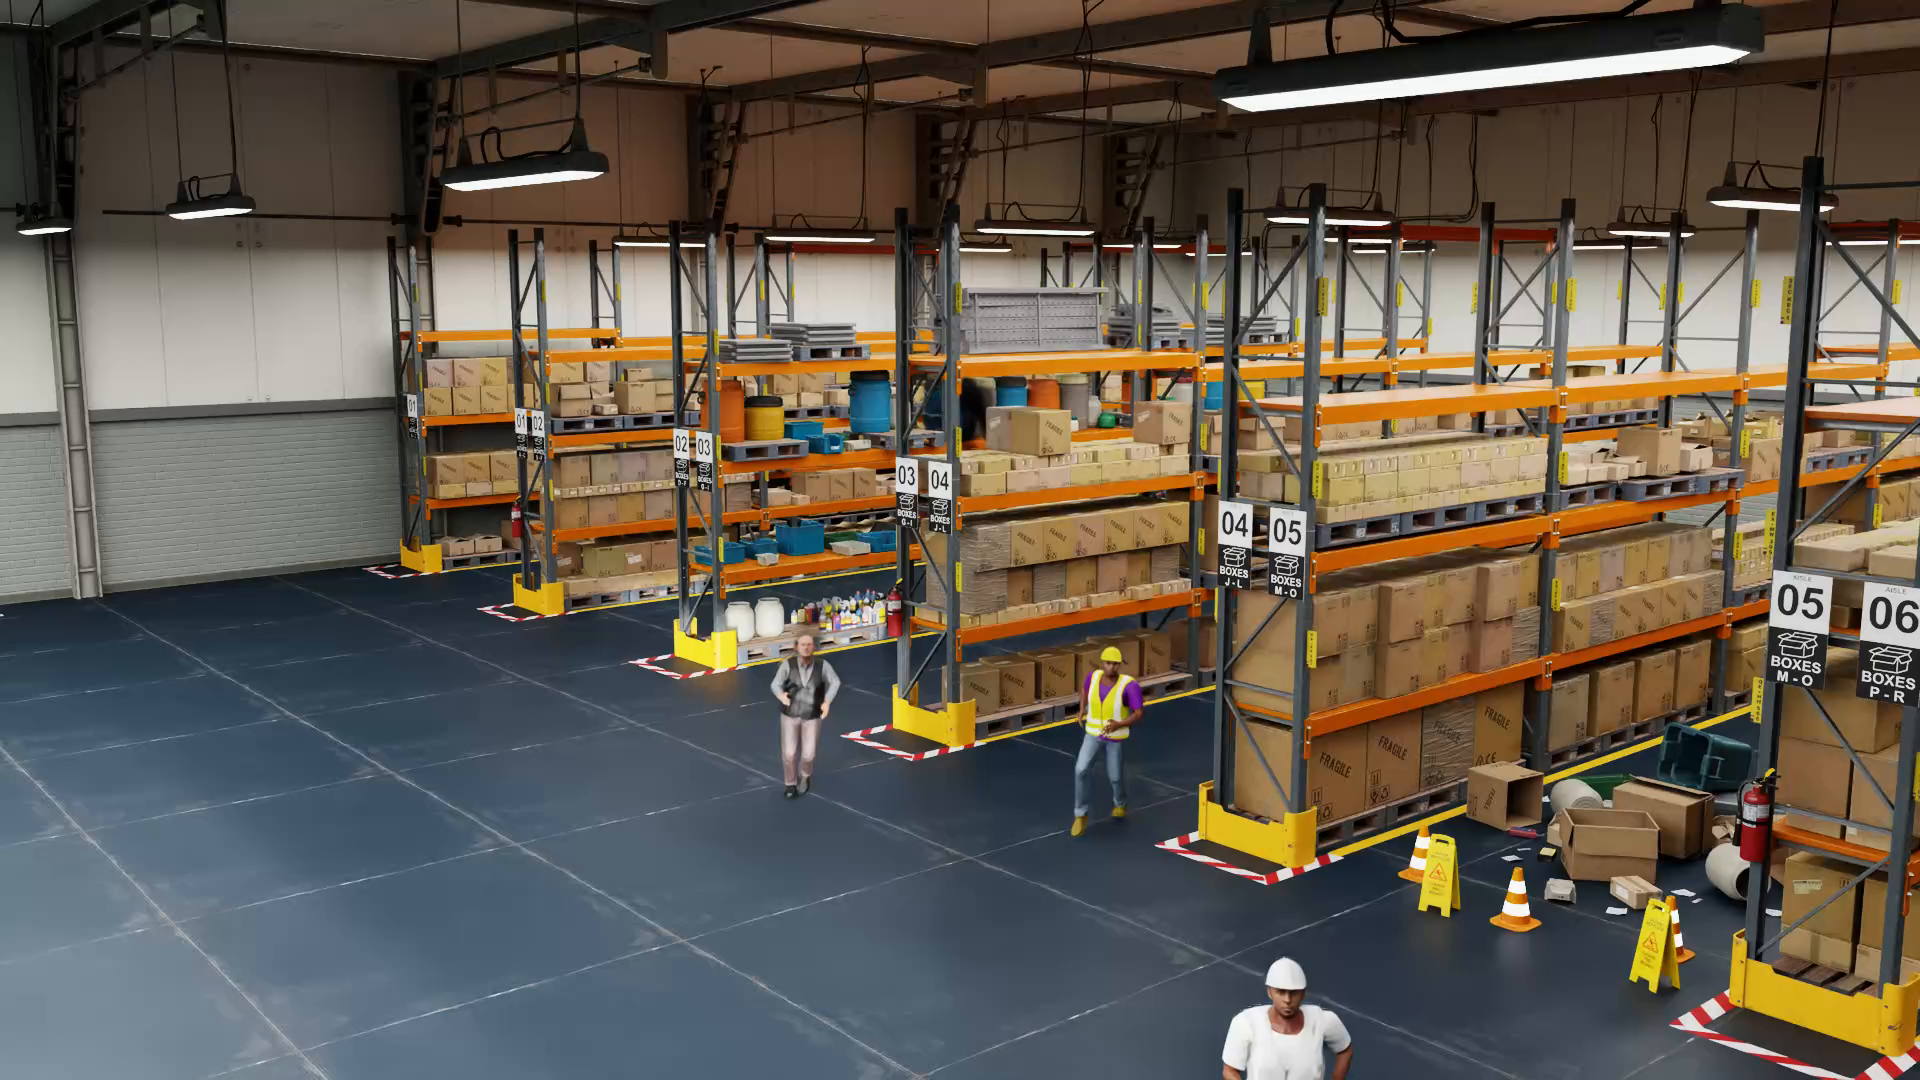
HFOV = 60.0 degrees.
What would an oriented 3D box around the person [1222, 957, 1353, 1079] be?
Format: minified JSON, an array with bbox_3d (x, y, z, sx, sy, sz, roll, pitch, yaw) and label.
[{"bbox_3d":[1.669,3.014,8.527,0.664,1.758,0.687,2,9,12],"label":"person"}]

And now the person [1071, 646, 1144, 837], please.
[{"bbox_3d":[1.408,1.892,15.823,0.704,1.803,0.782,4,10,25],"label":"person"}]

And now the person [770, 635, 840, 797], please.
[{"bbox_3d":[-1.561,1.787,16.687,0.689,1.676,0.615,0,9,0],"label":"person"}]
